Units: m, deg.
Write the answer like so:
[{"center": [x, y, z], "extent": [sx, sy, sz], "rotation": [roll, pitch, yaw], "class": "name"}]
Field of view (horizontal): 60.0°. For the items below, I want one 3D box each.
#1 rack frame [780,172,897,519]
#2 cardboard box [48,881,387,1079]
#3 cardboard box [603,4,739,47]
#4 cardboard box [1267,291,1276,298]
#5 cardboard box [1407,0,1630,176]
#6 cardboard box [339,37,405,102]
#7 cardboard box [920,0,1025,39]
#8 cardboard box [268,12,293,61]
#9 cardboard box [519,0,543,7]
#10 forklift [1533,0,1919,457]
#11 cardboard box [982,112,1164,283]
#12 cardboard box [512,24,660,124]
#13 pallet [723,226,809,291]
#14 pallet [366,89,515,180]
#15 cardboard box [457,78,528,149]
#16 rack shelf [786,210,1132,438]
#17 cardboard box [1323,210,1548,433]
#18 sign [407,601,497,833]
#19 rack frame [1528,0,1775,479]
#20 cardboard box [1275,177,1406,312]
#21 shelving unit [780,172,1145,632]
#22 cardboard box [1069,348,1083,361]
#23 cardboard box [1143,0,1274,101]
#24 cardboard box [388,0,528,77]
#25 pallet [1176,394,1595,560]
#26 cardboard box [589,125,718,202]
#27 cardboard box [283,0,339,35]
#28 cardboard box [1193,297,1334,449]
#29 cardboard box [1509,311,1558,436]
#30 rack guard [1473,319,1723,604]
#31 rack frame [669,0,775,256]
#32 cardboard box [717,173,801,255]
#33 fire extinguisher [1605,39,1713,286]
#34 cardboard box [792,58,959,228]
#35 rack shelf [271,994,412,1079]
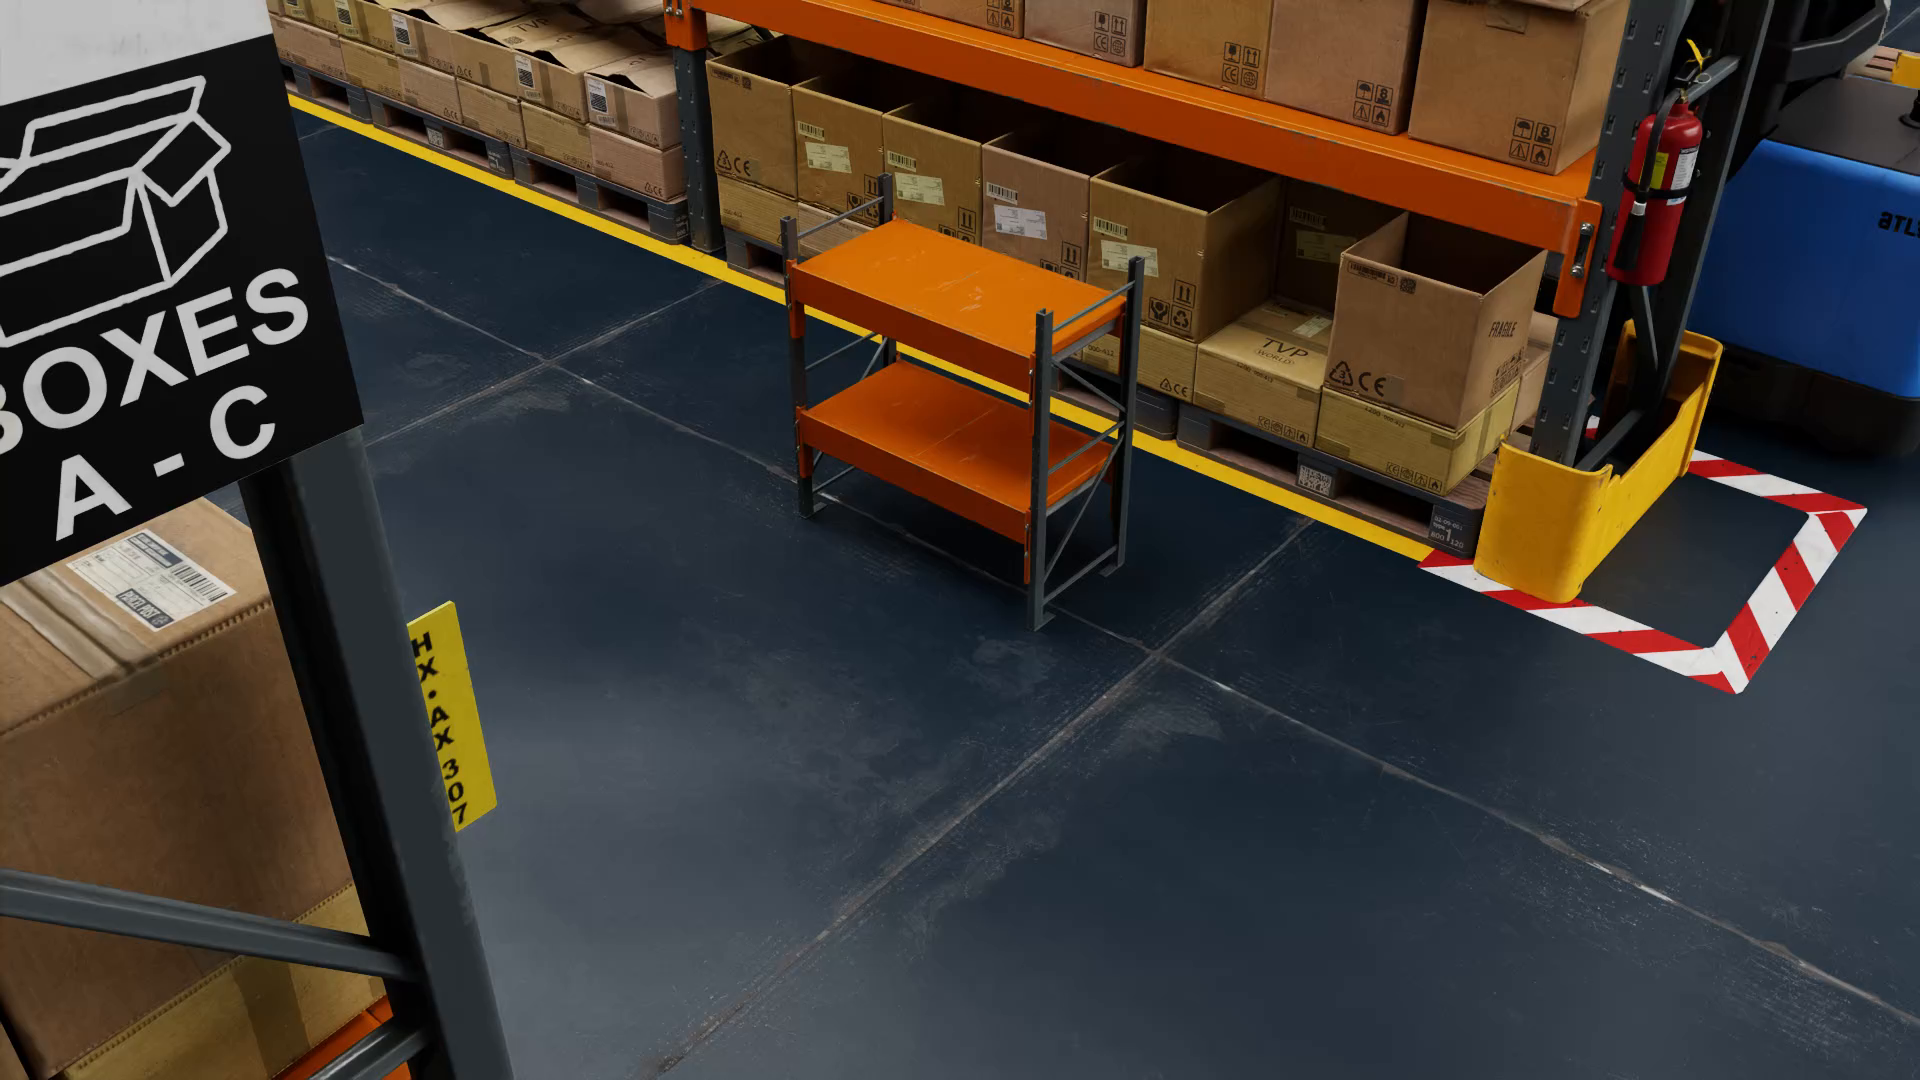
[{"center": [-0.396, -0.650, 5.703], "extent": [0.032, 1.125, 0.500], "rotation": [25, 42, 32], "class": "rack frame"}, {"center": [-1.144, 0.558, 2.402], "extent": [0.500, 0.250, 0.500], "rotation": [24, 41, 31], "class": "cardboard box"}, {"center": [-1.420, -2.498, 8.301], "extent": [0.500, 0.311, 0.500], "rotation": [25, 42, 31], "class": "cardboard box"}, {"center": [1.154, -1.029, 6.656], "extent": [0.500, 0.250, 0.500], "rotation": [25, 42, 32], "class": "cardboard box"}, {"center": [1.844, -1.553, 5.273], "extent": [0.500, 0.500, 0.700], "rotation": [25, 42, 32], "class": "cardboard box"}, {"center": [-2.949, -2.590, 8.929], "extent": [0.500, 0.250, 0.500], "rotation": [24, 41, 31], "class": "cardboard box"}, {"center": [0.258, -2.298, 6.358], "extent": [0.500, 0.500, 0.700], "rotation": [26, 42, 32], "class": "cardboard box"}, {"center": [-3.739, -2.957, 9.464], "extent": [0.500, 0.250, 0.500], "rotation": [25, 42, 32], "class": "cardboard box"}, {"center": [-2.221, -2.871, 8.844], "extent": [0.500, 0.311, 0.500], "rotation": [27, 42, 33], "class": "cardboard box"}, {"center": [2.644, -2.220, 6.394], "extent": [3.031, 2.935, 1.130], "rotation": [27, 43, 34], "class": "forklift"}, {"center": [0.430, -1.288, 6.372], "extent": [0.500, 0.500, 0.500], "rotation": [25, 42, 32], "class": "cardboard box"}, {"center": [-1.779, -2.264, 7.960], "extent": [0.500, 0.311, 0.500], "rotation": [27, 42, 33], "class": "cardboard box"}, {"center": [-0.296, -1.330, 7.500], "extent": [1.213, 0.211, 1.003], "rotation": [25, 42, 32], "class": "pallet"}, {"center": [-2.413, -2.328, 8.954], "extent": [1.213, 0.211, 1.003], "rotation": [25, 42, 32], "class": "pallet"}, {"center": [-2.165, -2.219, 8.389], "extent": [0.500, 0.250, 0.500], "rotation": [26, 42, 33], "class": "cardboard box"}, {"center": [-0.005, -0.707, 5.269], "extent": [1.000, 0.278, 0.538], "rotation": [25, 42, 32], "class": "rack shelf"}, {"center": [1.592, -0.751, 5.589], "extent": [0.500, 0.500, 0.500], "rotation": [25, 42, 32], "class": "cardboard box"}, {"center": [-0.625, 0.226, 2.006], "extent": [0.005, 0.325, 0.100], "rotation": [25, 42, 32], "class": "sign"}, {"center": [2.194, -1.337, 5.047], "extent": [0.127, 3.000, 1.000], "rotation": [25, 42, 32], "class": "rack frame"}, {"center": [1.539, -1.157, 6.181], "extent": [0.500, 0.500, 0.500], "rotation": [25, 42, 32], "class": "cardboard box"}, {"center": [-0.005, -0.466, 5.435], "extent": [1.048, 1.125, 0.538], "rotation": [25, 42, 32], "class": "shelving unit"}, {"center": [0.432, -0.981, 6.586], "extent": [0.500, 0.250, 0.500], "rotation": [25, 42, 32], "class": "cardboard box"}, {"center": [1.059, -1.923, 5.813], "extent": [0.500, 0.500, 0.700], "rotation": [26, 42, 32], "class": "cardboard box"}, {"center": [-2.544, -2.630, 8.492], "extent": [0.500, 0.311, 0.500], "rotation": [25, 41, 31], "class": "cardboard box"}, {"center": [1.580, -0.446, 6.214], "extent": [1.213, 0.211, 1.003], "rotation": [25, 42, 32], "class": "pallet"}, {"center": [-1.384, -1.850, 7.852], "extent": [0.500, 0.250, 0.500], "rotation": [25, 42, 31], "class": "cardboard box"}, {"center": [-3.330, -3.002, 9.033], "extent": [0.500, 0.311, 0.500], "rotation": [24, 41, 31], "class": "cardboard box"}, {"center": [1.201, -0.618, 6.059], "extent": [0.500, 0.250, 0.500], "rotation": [25, 42, 32], "class": "cardboard box"}, {"center": [1.924, -0.668, 6.131], "extent": [0.500, 0.250, 0.500], "rotation": [25, 42, 32], "class": "cardboard box"}, {"center": [2.213, -0.298, 5.742], "extent": [0.348, 0.500, 1.175], "rotation": [25, 42, 32], "class": "rack guard"}, {"center": [-0.880, -2.786, 7.157], "extent": [0.127, 3.000, 1.000], "rotation": [25, 42, 32], "class": "rack frame"}, {"center": [-0.718, -1.526, 7.380], "extent": [0.500, 0.250, 0.500], "rotation": [25, 42, 32], "class": "cardboard box"}, {"center": [1.988, -1.060, 4.713], "extent": [0.183, 0.674, 0.296], "rotation": [25, 42, 32], "class": "fire extinguisher"}, {"center": [-0.335, -1.653, 6.903], "extent": [0.500, 0.500, 0.500], "rotation": [25, 42, 32], "class": "cardboard box"}, {"center": [-2.510, 0.392, 3.166], "extent": [4.000, 0.370, 1.077], "rotation": [25, 42, 32], "class": "rack shelf"}]
